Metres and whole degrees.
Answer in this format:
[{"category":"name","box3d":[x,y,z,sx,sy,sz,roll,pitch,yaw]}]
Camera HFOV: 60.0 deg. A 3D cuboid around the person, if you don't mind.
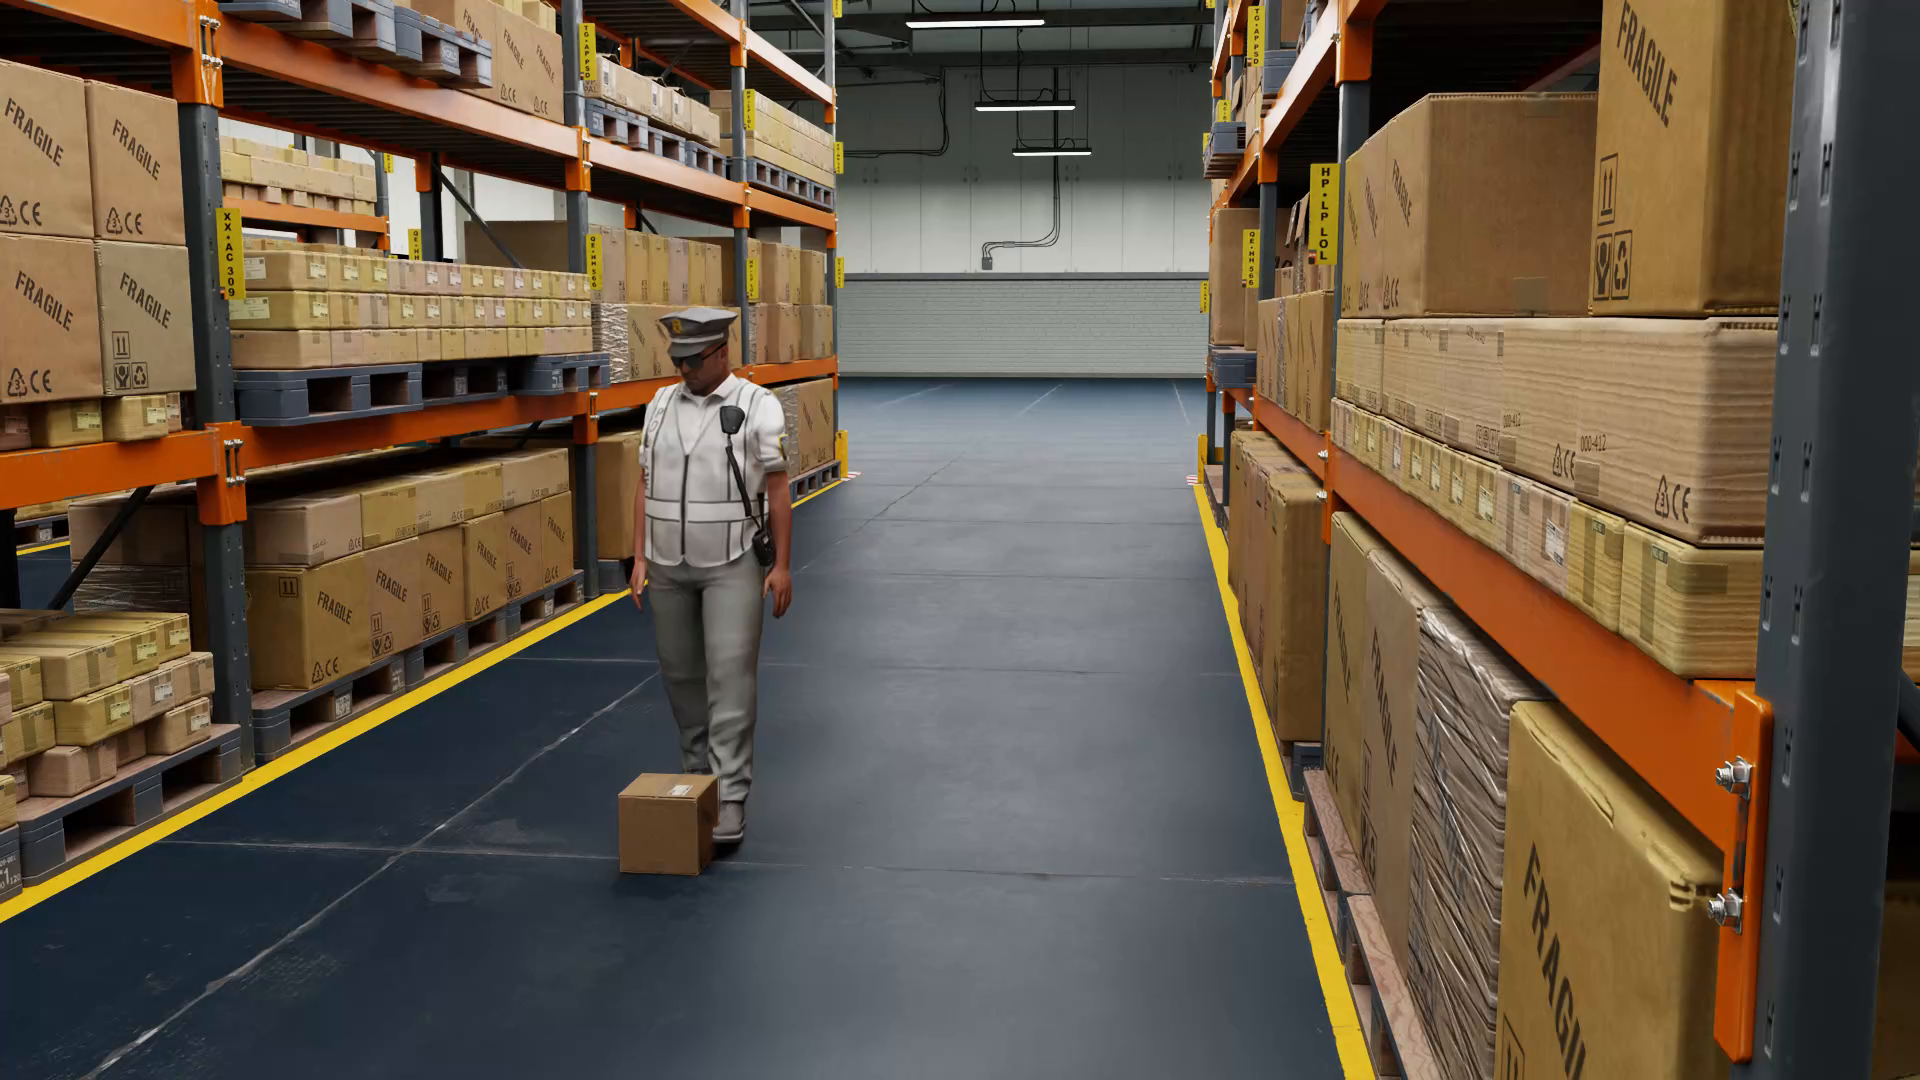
[{"category":"person","box3d":[-0.878,0.092,5.572,0.568,1.728,0.736,2,8,14]}]
